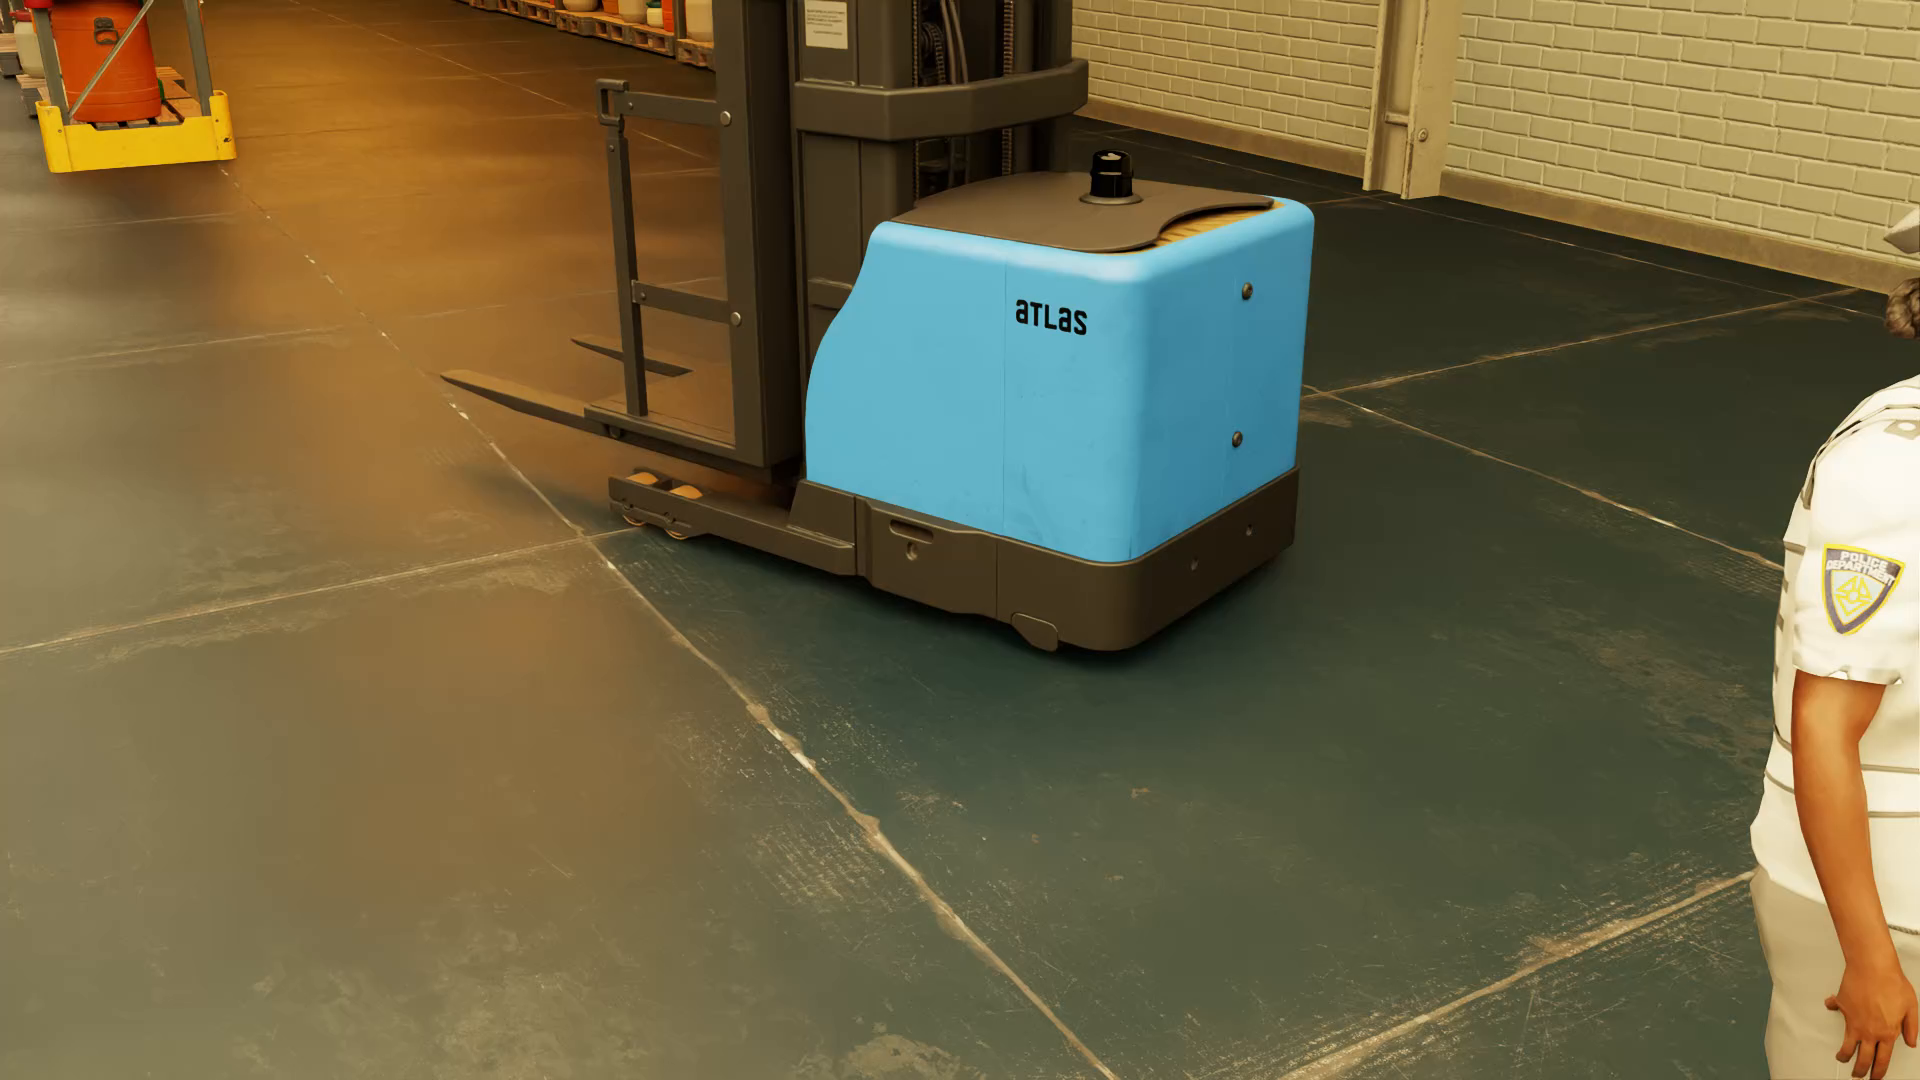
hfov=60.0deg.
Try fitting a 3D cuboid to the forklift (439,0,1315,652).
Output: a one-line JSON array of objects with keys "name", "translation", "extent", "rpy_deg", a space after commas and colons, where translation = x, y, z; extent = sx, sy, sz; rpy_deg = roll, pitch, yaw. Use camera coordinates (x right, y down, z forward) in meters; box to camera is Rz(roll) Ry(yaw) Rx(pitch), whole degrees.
[{"name": "forklift", "translation": [-0.481, -1.497, 4.922], "extent": [3.031, 2.935, 1.130], "rpy_deg": [16, 27, 34]}]

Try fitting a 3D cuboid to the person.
[{"name": "person", "translation": [1.145, 0.414, 1.874], "extent": [0.570, 1.698, 0.528], "rpy_deg": [-18, 29, -38]}]
